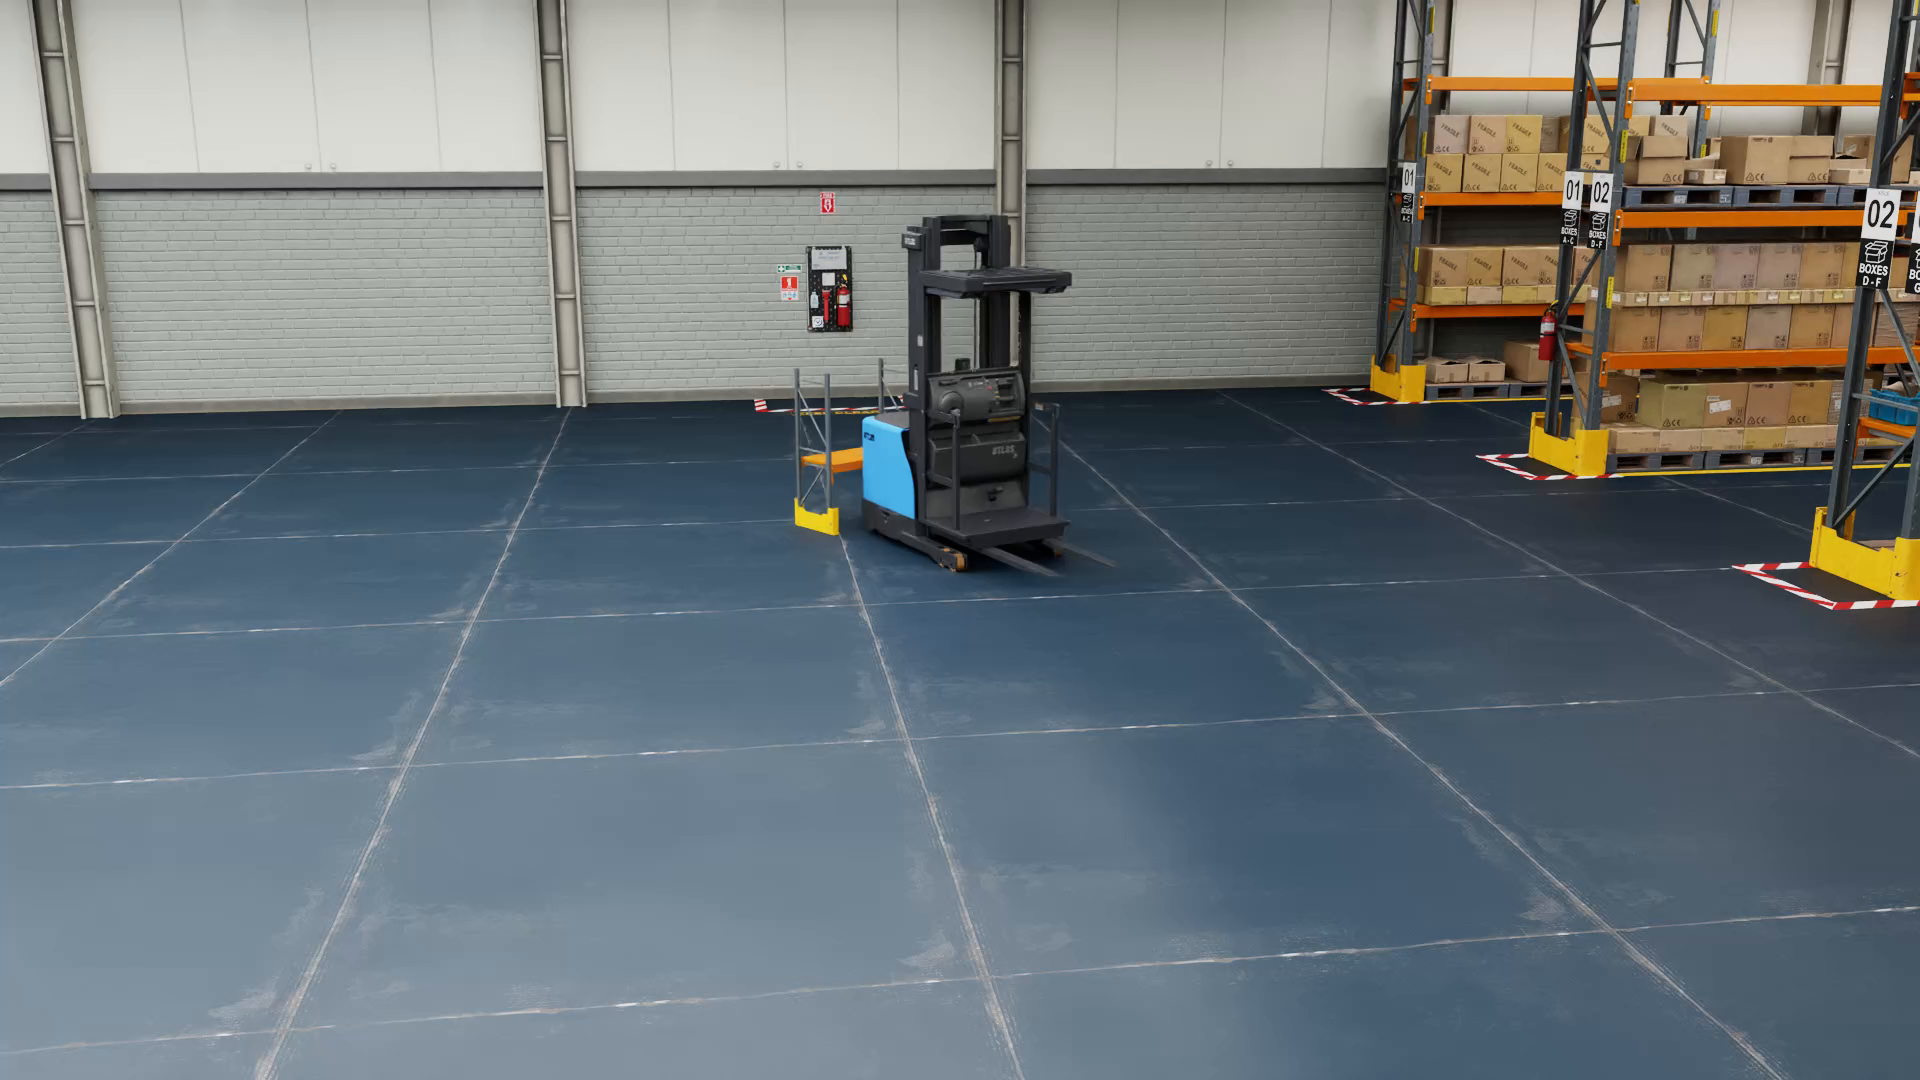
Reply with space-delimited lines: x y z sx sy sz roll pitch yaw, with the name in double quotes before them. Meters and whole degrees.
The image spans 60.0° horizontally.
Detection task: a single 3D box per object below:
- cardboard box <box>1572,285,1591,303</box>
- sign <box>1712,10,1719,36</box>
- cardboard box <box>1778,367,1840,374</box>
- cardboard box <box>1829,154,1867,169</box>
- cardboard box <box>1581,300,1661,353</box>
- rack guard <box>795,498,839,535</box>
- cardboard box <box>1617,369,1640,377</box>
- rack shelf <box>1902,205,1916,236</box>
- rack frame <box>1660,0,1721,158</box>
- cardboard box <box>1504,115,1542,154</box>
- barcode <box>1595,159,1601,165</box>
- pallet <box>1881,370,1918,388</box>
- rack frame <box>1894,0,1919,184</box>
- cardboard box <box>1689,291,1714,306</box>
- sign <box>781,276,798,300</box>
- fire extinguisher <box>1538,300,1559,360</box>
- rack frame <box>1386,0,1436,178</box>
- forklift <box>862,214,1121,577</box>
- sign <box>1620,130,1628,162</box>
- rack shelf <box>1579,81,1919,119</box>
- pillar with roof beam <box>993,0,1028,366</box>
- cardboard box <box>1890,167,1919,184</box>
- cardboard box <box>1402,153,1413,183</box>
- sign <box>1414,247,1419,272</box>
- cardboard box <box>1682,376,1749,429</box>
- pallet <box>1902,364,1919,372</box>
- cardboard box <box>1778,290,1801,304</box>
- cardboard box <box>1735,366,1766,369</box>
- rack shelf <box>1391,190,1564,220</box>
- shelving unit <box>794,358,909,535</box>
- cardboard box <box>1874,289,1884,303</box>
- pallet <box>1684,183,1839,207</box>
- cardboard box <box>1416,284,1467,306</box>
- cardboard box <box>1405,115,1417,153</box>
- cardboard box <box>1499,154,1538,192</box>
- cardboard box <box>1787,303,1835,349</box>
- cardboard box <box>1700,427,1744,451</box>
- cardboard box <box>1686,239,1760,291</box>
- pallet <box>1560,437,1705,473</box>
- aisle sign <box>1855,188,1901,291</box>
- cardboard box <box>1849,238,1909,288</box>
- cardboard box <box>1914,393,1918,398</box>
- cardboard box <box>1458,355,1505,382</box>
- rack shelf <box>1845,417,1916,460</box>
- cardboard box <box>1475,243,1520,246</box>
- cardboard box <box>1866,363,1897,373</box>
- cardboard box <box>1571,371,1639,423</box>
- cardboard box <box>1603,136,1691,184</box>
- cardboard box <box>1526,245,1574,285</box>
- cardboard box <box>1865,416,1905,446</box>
"cardboard box" 8.594 -3.437 23.056 0.500 0.250 0.500 -2 14 -9
"sign" 10.068 -6.898 22.175 0.005 0.325 0.100 -2 14 -8
"cardboard box" 9.749 -1.709 19.146 0.500 0.500 0.500 -2 14 -8
"cardboard box" 9.676 -4.146 18.480 0.500 0.311 0.500 -3 14 -11
"cardboard box" 7.256 -2.354 18.265 0.500 0.500 0.700 -2 14 -8
"rack guard" -1.349 -0.224 15.631 0.087 0.250 0.587 -13 19 -41
"cardboard box" 9.481 -2.441 23.736 0.250 0.166 0.380 -4 15 -16
"rack shelf" 12.725 -3.615 18.812 4.000 0.370 1.077 -2 14 -8
"rack frame" 10.006 -6.538 22.821 0.127 3.000 1.000 -2 14 -8
"cardboard box" 7.476 -5.464 22.403 0.500 0.500 0.500 -2 14 -7
"barcode" 7.019 -4.155 18.293 0.075 0.075 0.001 -2 14 -8
"pallet" 13.188 -2.393 24.356 1.213 0.211 1.003 -2 14 -8
"rack frame" 10.748 -5.347 18.070 0.127 3.000 1.000 -2 14 -8
"cardboard box" 7.970 -2.645 18.091 0.250 0.149 0.380 -2 14 -9
"sign" -2.331 -3.441 22.731 0.234 0.329 0.001 -2 14 -8
"fire extinguisher" 6.606 -2.362 18.660 0.183 0.674 0.296 -2 14 -8
"rack frame" 6.050 -6.393 22.243 0.127 3.000 1.000 -2 14 -8
"forklift" 0.259 -1.273 14.301 1.130 2.935 3.031 -8 16 -29
"sign" 6.869 -4.075 17.208 0.005 0.325 0.100 -2 14 -8
"rack shelf" 8.770 -4.731 17.917 4.000 0.370 1.077 -2 14 -8
"pillar with roof beam" 1.322 -5.374 18.178 0.400 9.000 9.100 -2 14 -8
"cardboard box" 13.289 -5.104 23.409 0.500 0.311 0.500 -2 14 -8
"cardboard box" 6.425 -5.072 22.896 0.500 0.500 0.500 -1 14 -4
"sign" 6.131 -3.773 22.347 0.005 0.325 0.100 -2 14 -8
"cardboard box" 8.342 -1.531 18.437 0.500 0.500 0.500 -2 14 -8
"pallet" 14.752 -2.431 24.510 1.213 0.211 1.003 -2 14 -8
"cardboard box" 8.993 -2.682 18.241 0.250 0.149 0.380 -2 14 -6
"cardboard box" 11.235 -2.691 24.046 0.500 0.500 0.700 -2 14 -9
"rack shelf" 8.028 -4.662 22.984 4.000 0.370 1.077 -2 14 -8
"shelving unit" -0.982 -0.913 15.805 1.083 1.500 0.587 -13 19 -41
"cardboard box" 10.007 -2.720 18.390 0.250 0.149 0.380 -3 14 -10
"pallet" 8.704 -3.768 18.125 1.213 0.211 1.003 -2 14 -8
"cardboard box" 6.580 -3.361 22.755 0.500 0.250 0.500 -3 14 -10
"cardboard box" 6.438 -5.560 22.785 0.500 0.500 0.500 -1 14 -6
"cardboard box" 7.468 -4.979 22.524 0.500 0.500 0.500 -1 14 -6
"cardboard box" 9.292 -2.430 18.566 0.500 0.500 0.700 -2 14 -7
"cardboard box" 8.344 -1.165 18.517 0.500 0.250 0.500 -2 14 -8
"cardboard box" 8.326 -3.024 18.270 0.500 0.500 0.700 -2 14 -8
"pallet" 7.542 -0.977 18.712 1.213 0.211 1.003 -2 14 -8
"aisle sign" 7.411 -2.430 13.429 0.004 0.787 0.394 -2 14 -8
"cardboard box" 10.310 -3.097 18.560 0.500 0.500 0.700 -2 14 -8
"cardboard box" 11.193 -1.534 18.836 0.500 0.311 0.500 -2 14 -8
"cardboard box" 7.312 -2.417 23.342 0.500 0.311 0.500 -1 14 -4
"rack shelf" 9.504 -0.824 13.847 4.000 0.370 1.077 -2 14 -8
"cardboard box" 7.495 -3.888 23.311 0.500 0.500 0.500 -2 14 -10
"cardboard box" 13.257 -2.735 24.225 0.500 0.500 0.700 -2 14 -8
"cardboard box" 7.278 -1.617 18.777 0.500 0.500 0.500 -2 14 -8
"cardboard box" 7.361 -4.088 17.855 0.637 0.503 0.797 -1 14 -4
"cardboard box" 8.078 -3.783 22.895 0.500 0.500 0.500 -2 14 -7
"cardboard box" 10.322 -1.237 18.807 0.500 0.250 0.500 -2 14 -8
